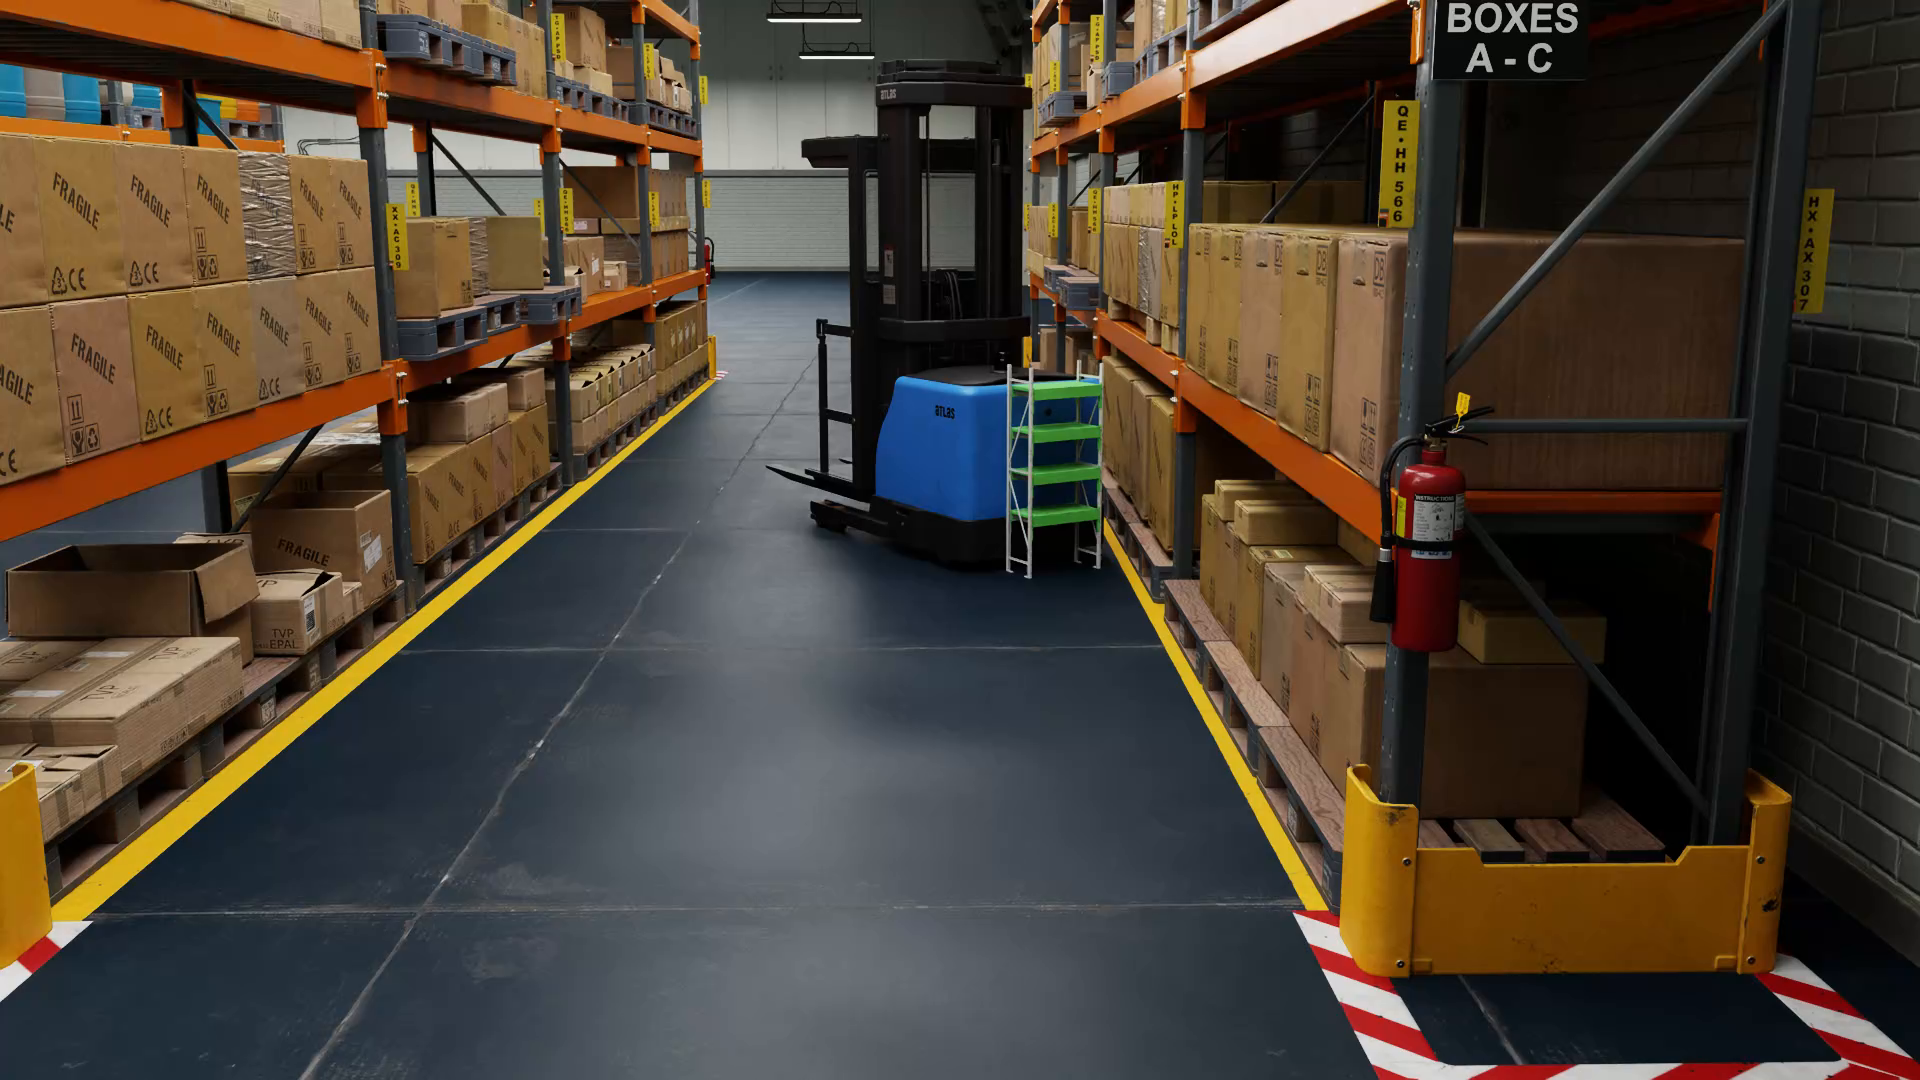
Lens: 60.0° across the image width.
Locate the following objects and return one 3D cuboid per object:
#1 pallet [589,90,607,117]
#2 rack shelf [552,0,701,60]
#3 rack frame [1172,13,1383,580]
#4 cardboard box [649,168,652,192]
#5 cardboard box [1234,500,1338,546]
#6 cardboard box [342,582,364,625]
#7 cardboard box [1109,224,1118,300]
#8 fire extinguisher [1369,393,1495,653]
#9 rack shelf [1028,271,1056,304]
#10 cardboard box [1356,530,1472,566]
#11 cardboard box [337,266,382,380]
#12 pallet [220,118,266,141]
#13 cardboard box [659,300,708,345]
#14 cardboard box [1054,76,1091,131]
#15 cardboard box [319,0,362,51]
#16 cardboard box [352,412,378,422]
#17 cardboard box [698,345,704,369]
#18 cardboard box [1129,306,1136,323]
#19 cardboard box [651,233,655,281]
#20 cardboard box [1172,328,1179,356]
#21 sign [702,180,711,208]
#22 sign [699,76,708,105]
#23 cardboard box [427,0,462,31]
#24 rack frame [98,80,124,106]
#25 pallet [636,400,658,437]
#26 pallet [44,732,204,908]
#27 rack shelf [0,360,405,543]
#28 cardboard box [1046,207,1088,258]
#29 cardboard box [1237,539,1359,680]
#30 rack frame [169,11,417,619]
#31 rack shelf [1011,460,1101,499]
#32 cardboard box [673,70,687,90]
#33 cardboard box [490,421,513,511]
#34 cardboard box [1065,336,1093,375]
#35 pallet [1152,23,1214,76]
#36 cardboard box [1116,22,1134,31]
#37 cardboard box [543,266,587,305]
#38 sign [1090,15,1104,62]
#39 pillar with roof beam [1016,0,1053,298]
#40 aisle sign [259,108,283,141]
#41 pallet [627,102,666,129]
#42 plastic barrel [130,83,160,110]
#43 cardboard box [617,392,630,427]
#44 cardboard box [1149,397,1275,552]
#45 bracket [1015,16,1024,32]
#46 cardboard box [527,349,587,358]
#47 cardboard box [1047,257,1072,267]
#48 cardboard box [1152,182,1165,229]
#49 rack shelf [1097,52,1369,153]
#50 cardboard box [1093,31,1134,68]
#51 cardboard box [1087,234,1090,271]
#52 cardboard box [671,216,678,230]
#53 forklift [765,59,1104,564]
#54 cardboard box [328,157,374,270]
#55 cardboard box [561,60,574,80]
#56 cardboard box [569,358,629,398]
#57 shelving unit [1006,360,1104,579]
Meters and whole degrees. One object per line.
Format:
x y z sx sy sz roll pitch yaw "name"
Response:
-3.549 -3.605 13.715 1.003 0.211 1.213 0 11 1 "pallet"
-3.543 -5.455 17.630 1.077 0.370 4.000 0 11 -1 "rack shelf"
1.616 -1.097 8.420 1.000 3.000 0.127 0 11 -1 "rack frame"
-3.529 -3.539 16.946 0.700 0.500 0.500 0 11 -1 "cardboard box"
1.365 -0.074 6.977 0.380 0.149 0.250 -1 11 -3 "cardboard box"
-2.973 0.292 7.637 0.380 0.149 0.250 0 11 -1 "cardboard box"
1.289 -1.895 11.304 0.500 0.500 0.500 0 11 1 "cardboard box"
1.240 -0.049 4.389 0.296 0.674 0.183 0 11 -1 "fire extinguisher"
1.409 -2.732 18.290 1.077 0.370 4.000 0 11 -1 "rack shelf"
1.759 0.033 6.451 0.380 0.149 0.250 0 11 -1 "cardboard box"
-3.070 -1.026 7.822 0.500 0.500 0.500 0 11 0 "cardboard box"
-8.618 -4.654 18.886 1.003 0.211 1.213 0 11 -1 "pallet"
-3.276 -2.581 19.712 0.500 0.500 0.500 0 11 -1 "cardboard box"
1.193 -4.316 16.441 0.500 0.500 0.500 0 11 0 "cardboard box"
-3.061 -2.377 7.562 0.500 0.250 0.500 0 11 -1 "cardboard box"
-3.674 -0.566 10.984 0.500 0.500 0.500 0 11 -2 "cardboard box"
-3.256 -2.114 19.297 0.500 0.250 0.500 0 11 -1 "cardboard box"
1.354 -1.559 11.282 0.380 0.149 0.250 0 11 -2 "cardboard box"
-3.535 -2.908 17.096 0.700 0.500 0.500 0 11 -2 "cardboard box"
1.326 -1.049 8.769 0.380 0.149 0.250 0 11 -1 "cardboard box"
-3.042 -4.144 19.933 0.100 0.325 0.005 0 11 -1 "sign"
-3.042 -5.326 19.693 0.100 0.325 0.005 0 11 -1 "sign"
-3.304 -3.215 9.758 0.600 0.600 0.600 -1 11 -3 "cardboard box"
-8.454 -5.586 15.462 1.000 3.000 0.127 0 11 -1 "rack frame"
-3.448 -1.153 15.711 1.003 0.211 1.213 0 11 -1 "pallet"
-3.273 0.913 5.530 1.003 0.211 1.213 0 11 -1 "pallet"
-3.295 -0.325 6.428 1.077 0.370 4.000 0 11 -1 "rack shelf"
1.132 -3.083 16.654 0.500 0.500 0.500 0 11 -1 "cardboard box"
1.544 0.274 6.897 0.700 0.500 0.500 0 11 0 "cardboard box"
-3.337 -1.076 8.316 1.000 3.000 0.127 0 11 -1 "rack frame"
0.545 -0.351 9.591 0.480 0.148 0.258 -7 13 -31 "rack shelf"
-3.577 -5.142 19.147 0.797 0.503 0.637 1 11 3 "cardboard box"
-3.138 -0.469 10.508 0.500 0.500 0.500 -1 11 -3 "cardboard box"
1.389 -1.884 17.480 0.500 0.500 0.500 -1 12 -5 "cardboard box"
1.548 -2.655 9.039 0.805 0.209 1.217 -1 11 -3 "pallet"
1.726 -4.804 16.335 0.500 0.500 0.500 0 11 0 "cardboard box"
-3.244 -2.006 13.125 0.500 0.311 0.500 0 11 -2 "cardboard box"
0.991 -3.613 11.981 0.100 0.325 0.005 0 11 -1 "sign"
-2.429 -9.847 36.463 9.100 9.000 0.548 0 11 -1 "pillar with roof beam"
-8.241 -4.731 19.796 0.394 0.787 0.004 0 11 -1 "aisle sign"
-3.545 -4.262 16.701 1.003 0.211 1.213 0 11 -1 "pallet"
-8.368 -4.766 16.646 0.600 0.901 0.708 0 11 -1 "plastic barrel"
-3.175 -1.139 14.491 0.500 0.250 0.500 0 11 0 "cardboard box"
1.473 -0.378 9.227 0.750 0.750 0.750 0 11 0 "cardboard box"
1.458 -12.225 39.133 0.076 0.066 4.783 0 11 -1 "bracket"
-3.737 -1.616 15.430 0.500 0.311 0.500 0 11 -2 "cardboard box"
1.138 -2.716 16.730 0.500 0.250 0.500 0 11 -1 "cardboard box"
1.350 -1.862 9.258 0.500 0.250 0.500 0 11 0 "cardboard box"
1.575 -2.612 10.153 1.077 0.370 4.000 0 11 -1 "rack shelf"
1.407 -4.058 14.163 0.500 0.500 0.500 -1 11 -3 "cardboard box"
1.476 -2.608 14.514 0.700 0.500 0.500 1 12 7 "cardboard box"
-3.365 -3.548 18.619 0.380 0.149 0.250 0 11 1 "cardboard box"
-0.334 -1.542 10.790 1.130 2.935 3.031 -7 13 -31 "forklift"
-3.067 -1.515 7.717 0.500 0.500 0.500 0 11 -1 "cardboard box"
-3.524 -3.888 13.955 0.500 0.250 0.500 -1 12 -6 "cardboard box"
-3.175 -1.417 14.449 0.500 0.311 0.500 0 11 -2 "cardboard box"
0.545 -0.413 9.578 0.503 1.200 0.258 -7 13 -31 "shelving unit"
